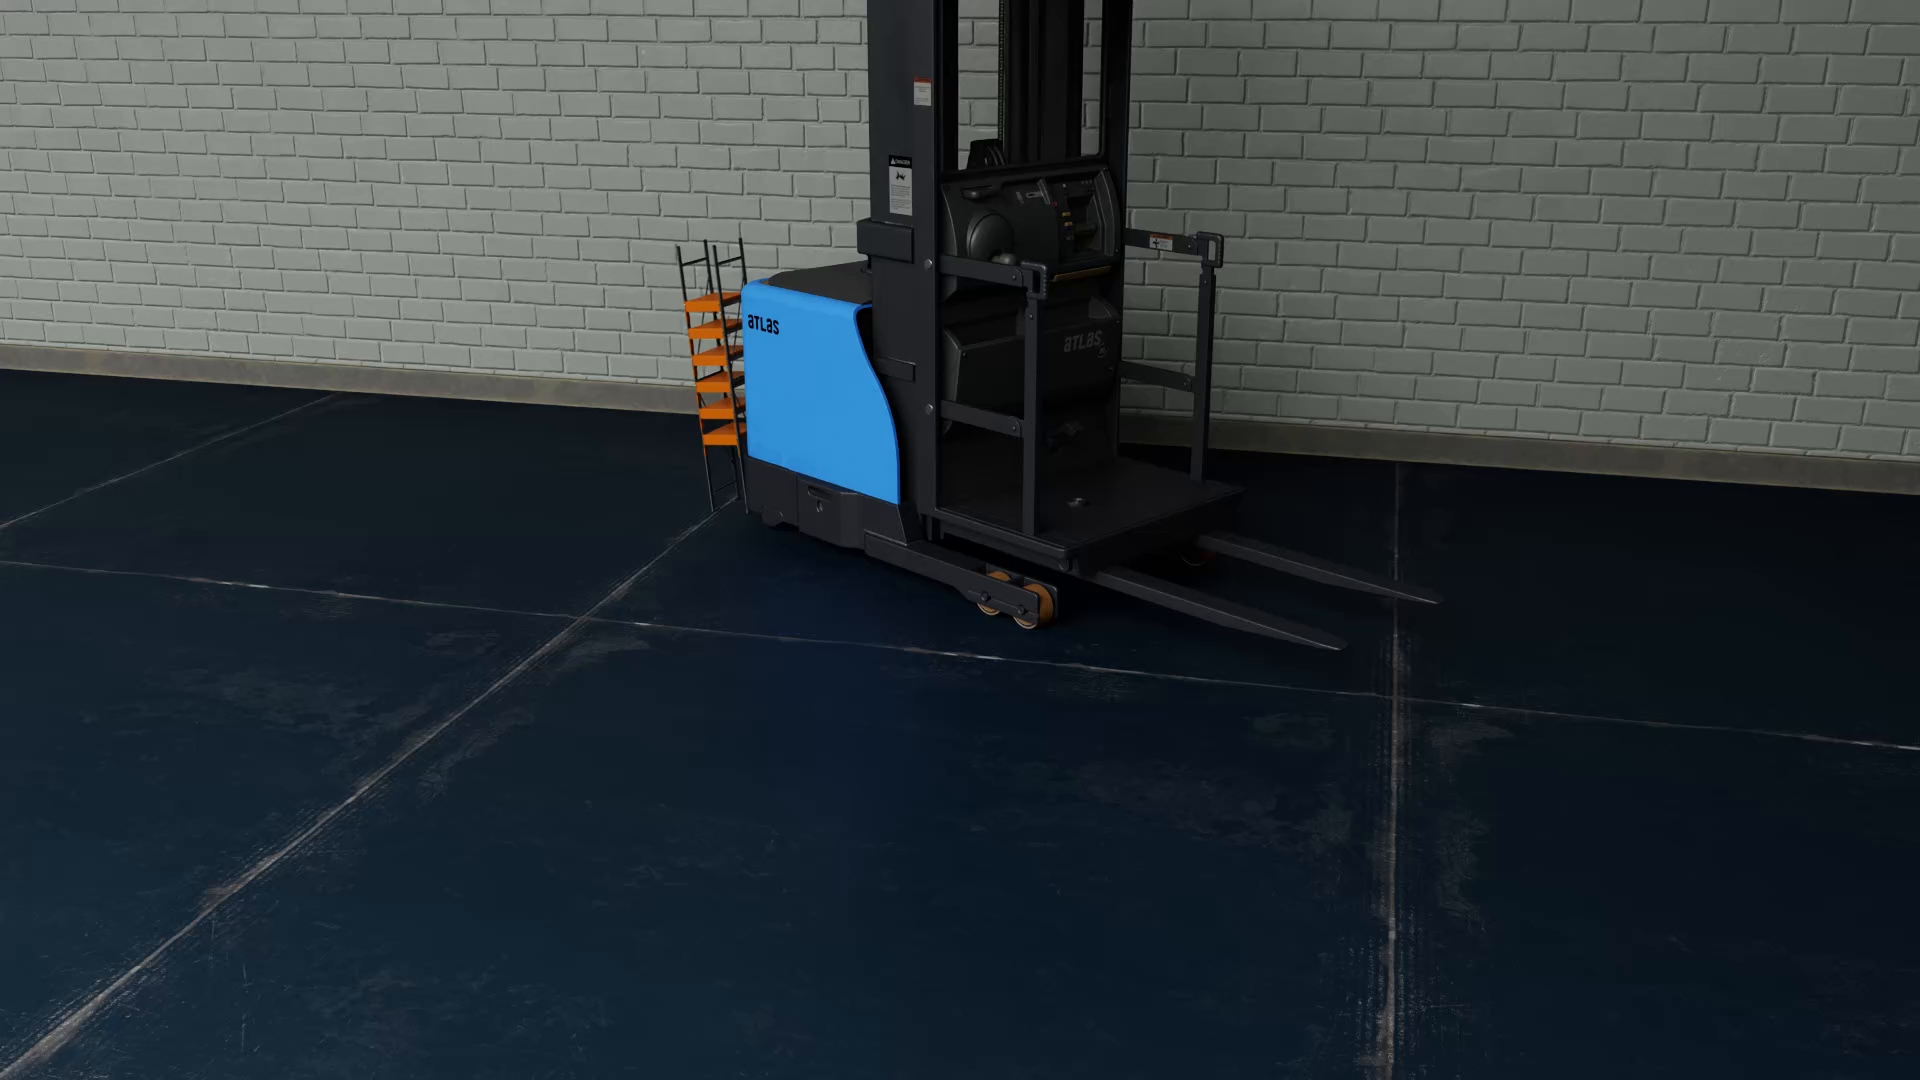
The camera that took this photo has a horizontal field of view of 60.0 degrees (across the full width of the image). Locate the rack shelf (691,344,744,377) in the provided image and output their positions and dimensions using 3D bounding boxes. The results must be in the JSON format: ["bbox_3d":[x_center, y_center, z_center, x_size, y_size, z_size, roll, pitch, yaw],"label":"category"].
[{"bbox_3d":[-1.052,-0.803,7.431,0.180,0.103,0.258,2,18,24],"label":"rack shelf"}]

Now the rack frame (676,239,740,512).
[{"bbox_3d":[-1.128,-0.735,7.489,0.006,1.200,0.240,2,18,24],"label":"rack frame"}]

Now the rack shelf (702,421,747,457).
[{"bbox_3d":[-1.020,-0.460,7.533,0.180,0.103,0.258,2,18,24],"label":"rack shelf"}]

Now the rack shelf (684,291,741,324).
[{"bbox_3d":[-1.073,-1.032,7.362,0.180,0.103,0.258,2,18,24],"label":"rack shelf"}]

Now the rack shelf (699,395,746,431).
[{"bbox_3d":[-1.031,-0.574,7.499,0.180,0.103,0.258,2,18,24],"label":"rack shelf"}]

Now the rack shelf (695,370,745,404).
[{"bbox_3d":[-1.041,-0.689,7.465,0.180,0.103,0.258,2,18,24],"label":"rack shelf"}]

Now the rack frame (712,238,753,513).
[{"bbox_3d":[-0.961,-0.728,7.415,0.006,1.200,0.240,2,18,24],"label":"rack frame"}]

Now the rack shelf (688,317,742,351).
[{"bbox_3d":[-1.062,-0.918,7.396,0.180,0.103,0.258,2,18,24],"label":"rack shelf"}]

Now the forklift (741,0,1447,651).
[{"bbox_3d":[0.433,-1.242,6.291,1.130,2.935,3.031,-17,25,-41],"label":"forklift"}]

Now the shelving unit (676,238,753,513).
[{"bbox_3d":[-1.045,-0.731,7.452,0.189,1.200,0.258,2,18,24],"label":"shelving unit"}]
